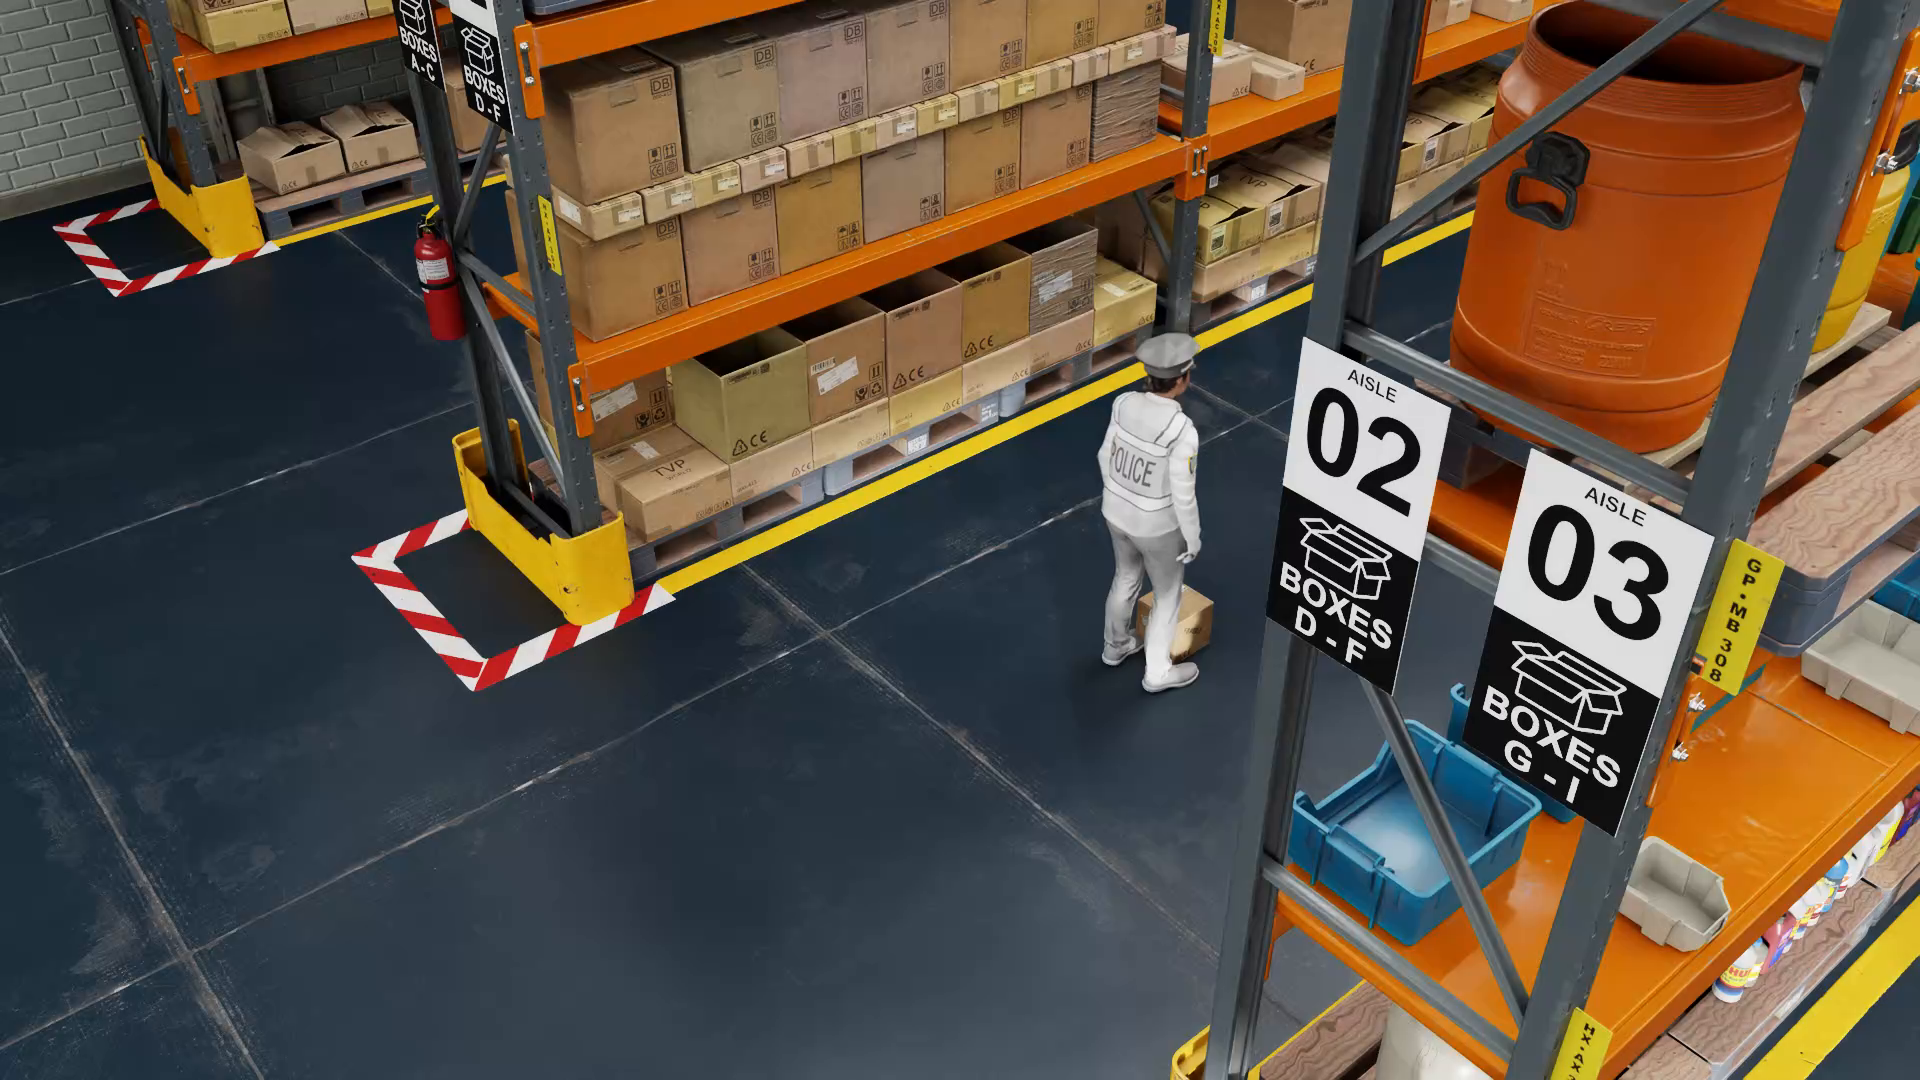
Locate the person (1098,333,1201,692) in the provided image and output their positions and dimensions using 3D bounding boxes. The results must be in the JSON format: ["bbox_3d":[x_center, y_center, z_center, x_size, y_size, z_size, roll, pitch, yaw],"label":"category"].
[{"bbox_3d":[0.822,-0.097,7.206,0.378,1.663,0.532,-27,44,-32],"label":"person"}]
